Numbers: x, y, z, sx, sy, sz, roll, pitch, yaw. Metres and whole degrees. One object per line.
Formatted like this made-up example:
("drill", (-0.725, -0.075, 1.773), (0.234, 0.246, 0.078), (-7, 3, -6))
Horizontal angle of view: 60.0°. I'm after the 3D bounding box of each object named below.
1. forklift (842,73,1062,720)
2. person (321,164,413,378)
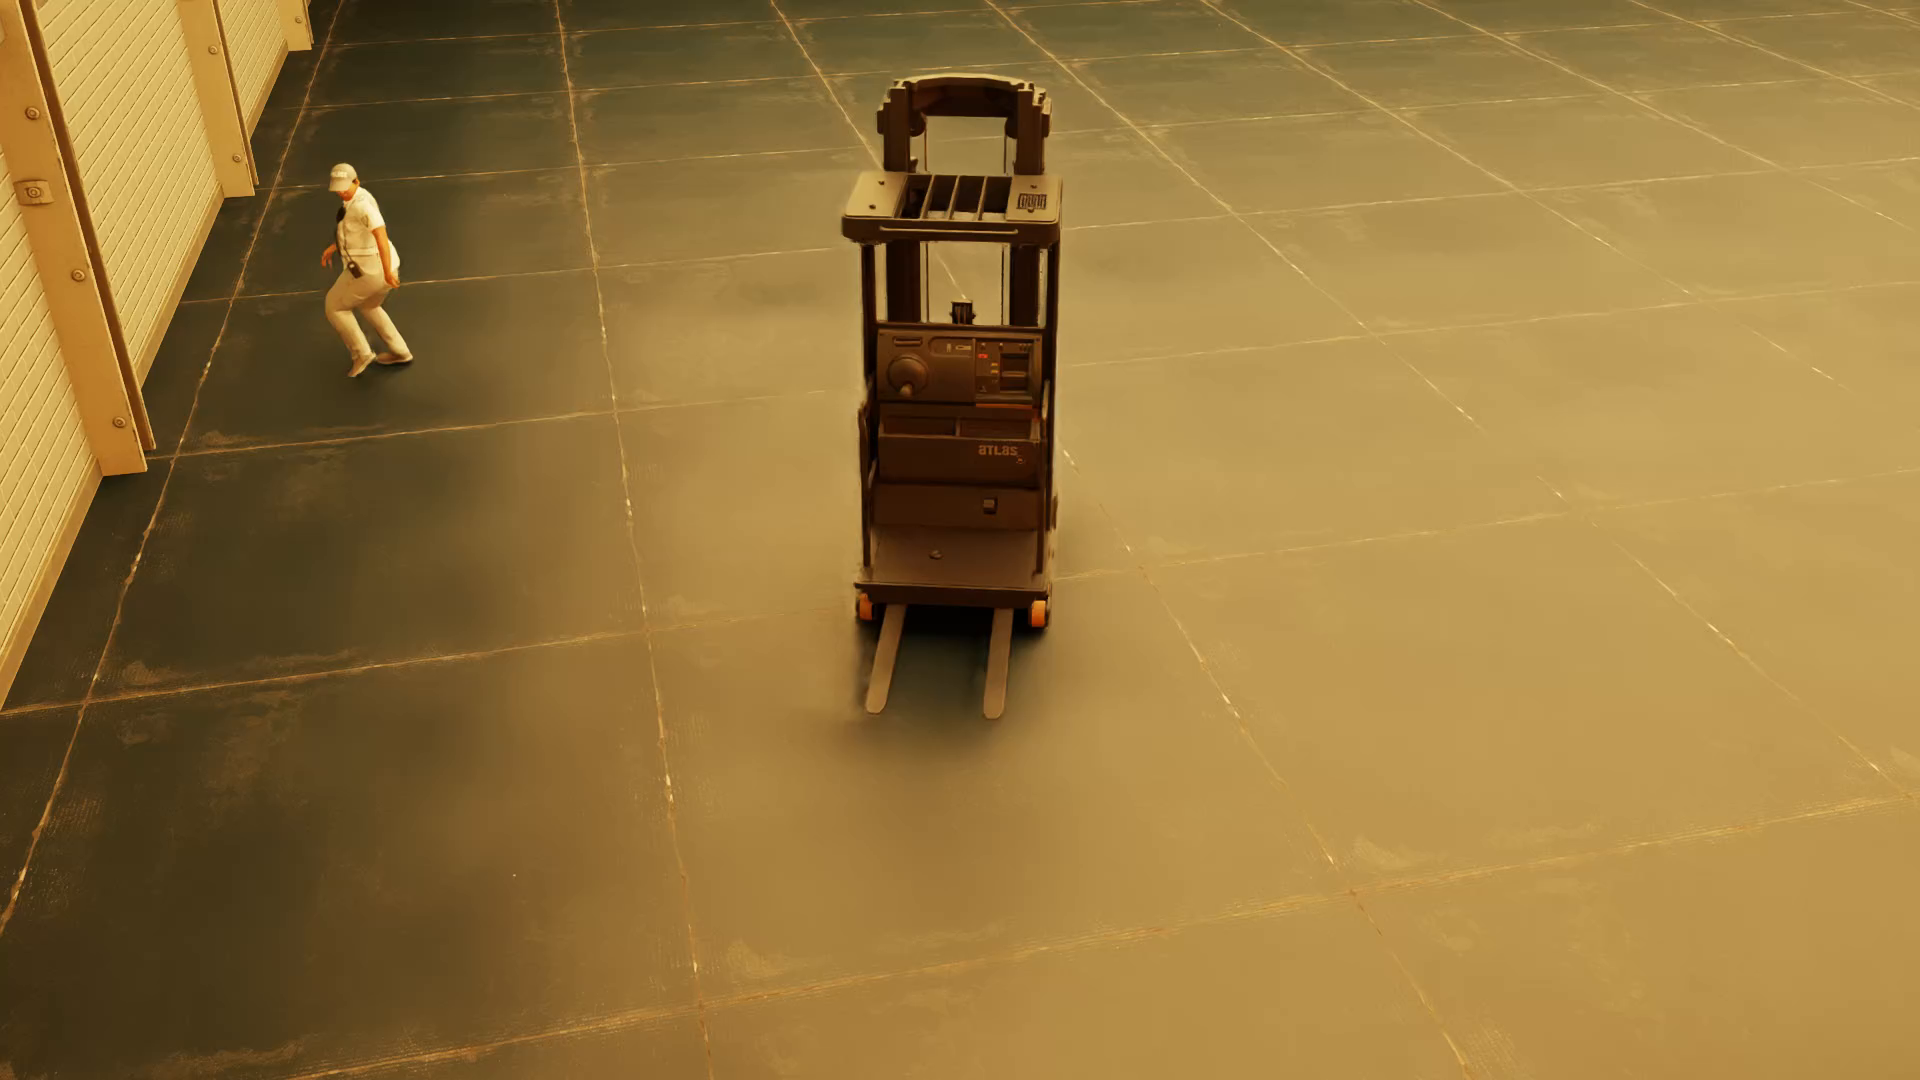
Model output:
("forklift", (-0.020, -0.932, 9.184), (1.130, 2.935, 3.031), (2, 30, 4))
("person", (-4.433, -2.004, 12.420), (0.709, 1.645, 0.615), (2, 30, 3))
